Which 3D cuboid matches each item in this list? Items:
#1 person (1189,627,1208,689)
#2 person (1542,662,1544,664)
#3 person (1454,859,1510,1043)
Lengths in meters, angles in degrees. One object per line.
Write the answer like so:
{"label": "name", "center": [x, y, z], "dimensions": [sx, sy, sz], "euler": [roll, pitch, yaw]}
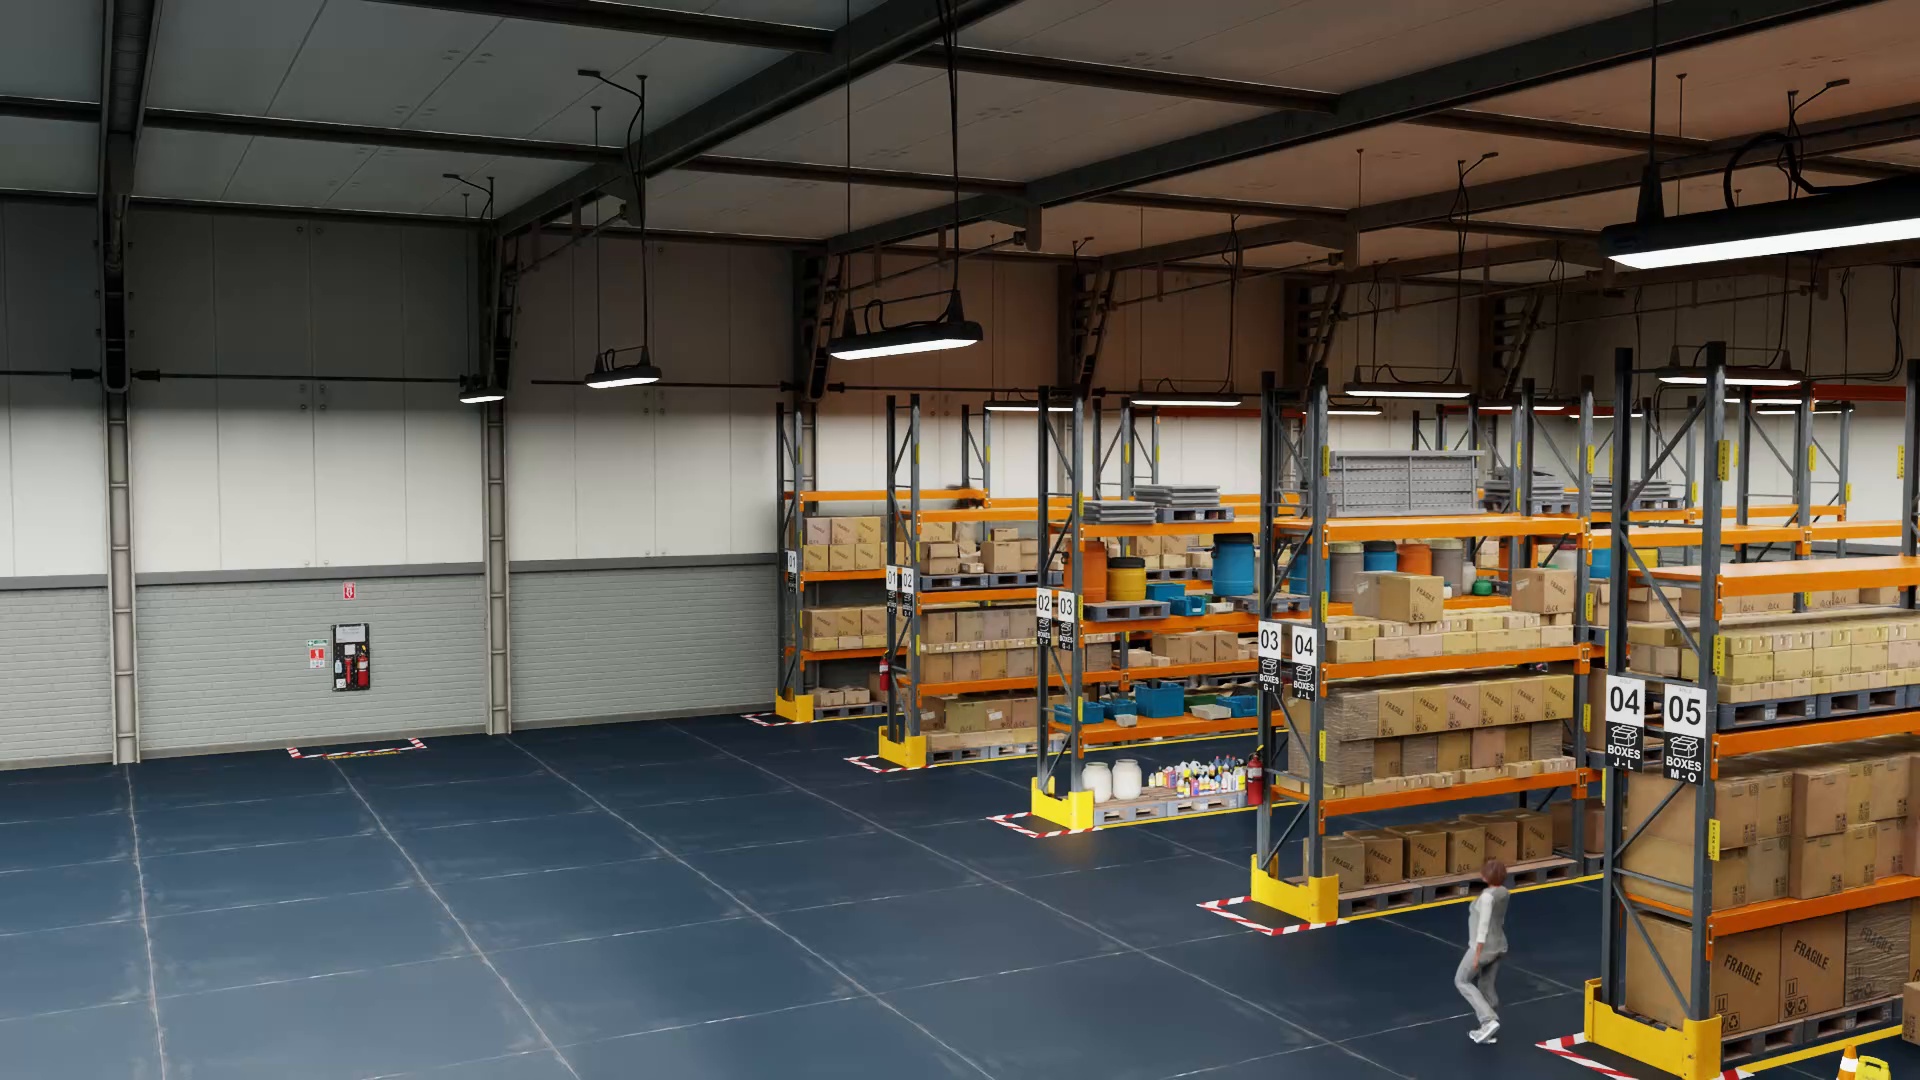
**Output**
{"label": "person", "center": [4.709, 2.427, 32.760], "dimensions": [0.624, 1.779, 0.405], "euler": [-2, 4, -29]}
{"label": "person", "center": [13.343, 2.213, 37.734], "dimensions": [0.495, 1.643, 0.561], "euler": [2, 4, 32]}
{"label": "person", "center": [4.536, 3.595, 14.351], "dimensions": [0.453, 1.493, 0.418], "euler": [-3, 5, -45]}
